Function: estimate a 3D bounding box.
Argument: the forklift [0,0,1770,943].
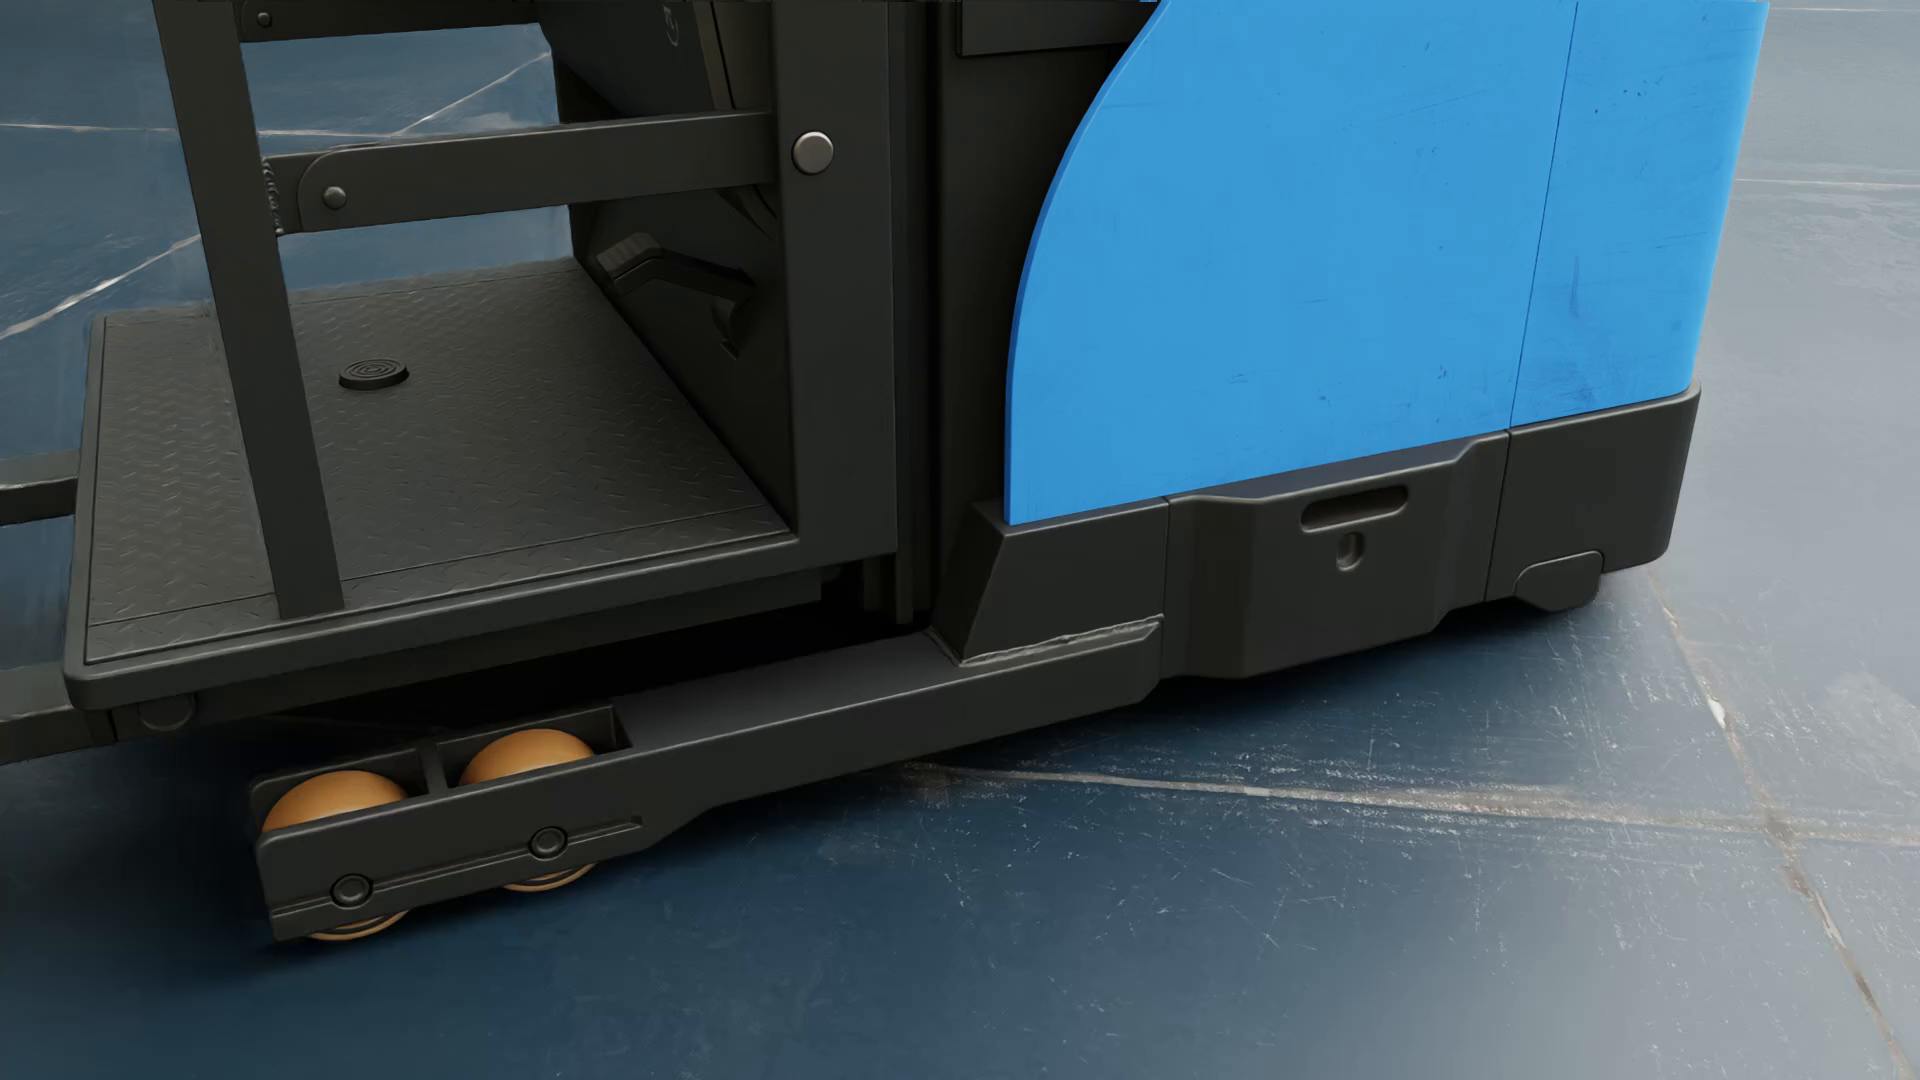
[{"bbox_3d":[-0.566,-1.175,1.572,3.031,2.935,1.130,-11,29,-21],"label":"forklift"}]
